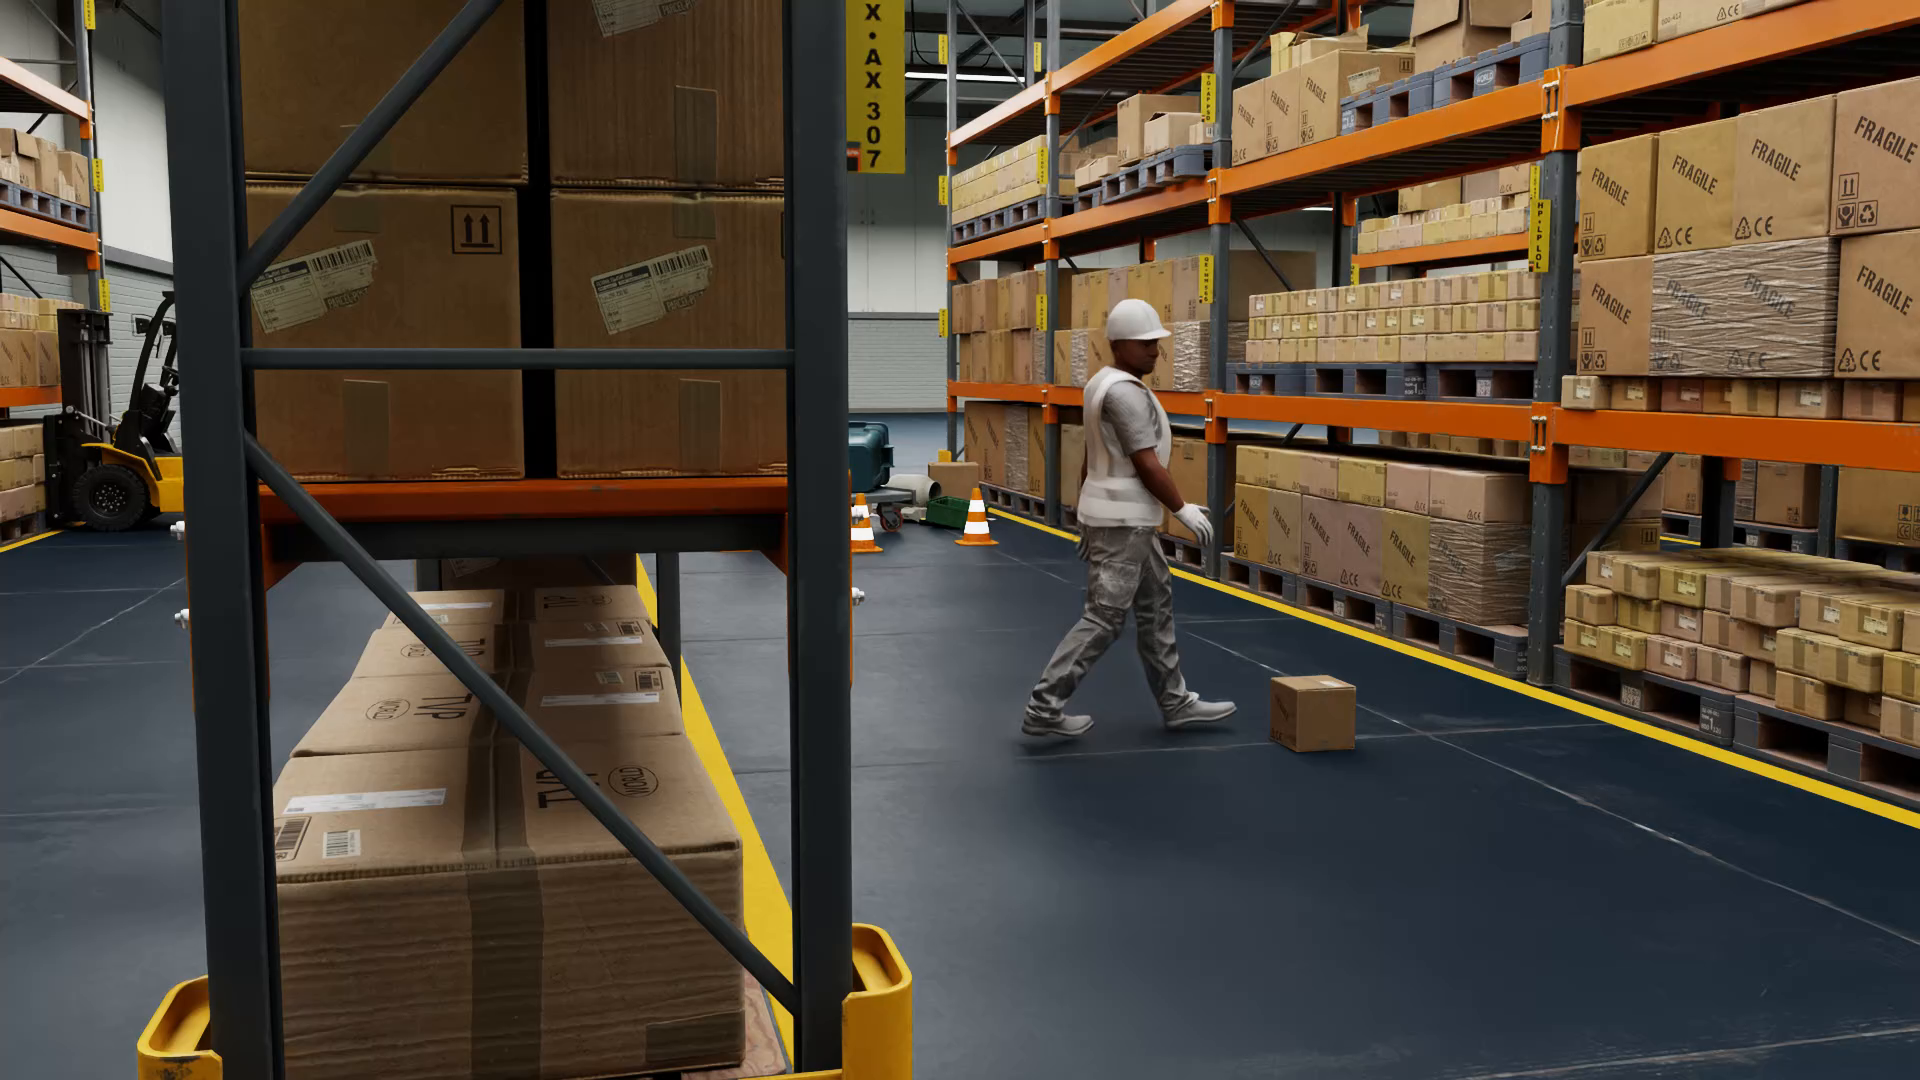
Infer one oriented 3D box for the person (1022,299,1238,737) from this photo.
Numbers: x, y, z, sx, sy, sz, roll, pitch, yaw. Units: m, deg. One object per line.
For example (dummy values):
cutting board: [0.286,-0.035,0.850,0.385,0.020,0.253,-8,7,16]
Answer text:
person: [0.697,-0.070,6.581,0.910,1.747,0.564,0,6,-2]
